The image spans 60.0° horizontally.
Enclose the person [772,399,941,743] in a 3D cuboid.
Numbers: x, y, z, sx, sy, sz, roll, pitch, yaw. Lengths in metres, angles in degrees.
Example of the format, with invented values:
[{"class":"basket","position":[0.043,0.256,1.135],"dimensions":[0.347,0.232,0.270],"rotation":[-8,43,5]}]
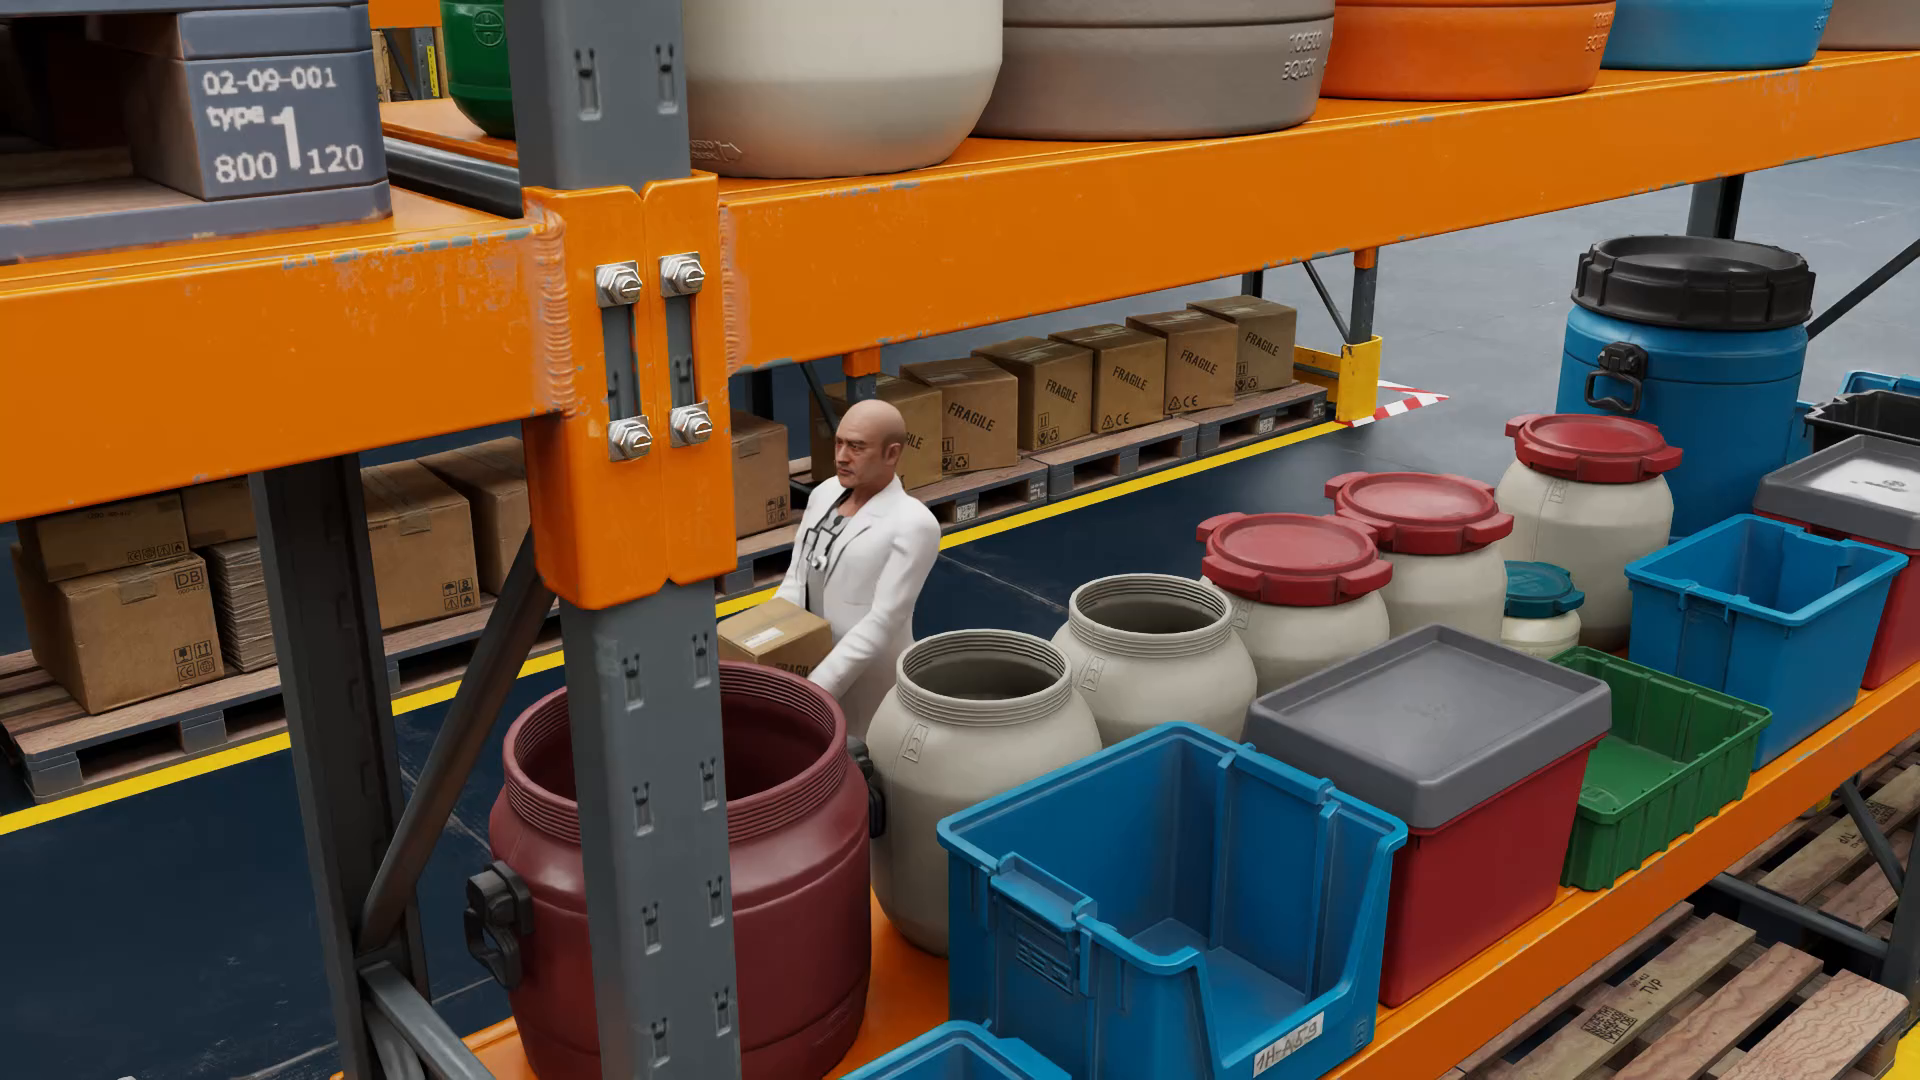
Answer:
[{"class":"person","position":[-0.379,0.476,4.846],"dimensions":[0.548,1.775,0.528],"rotation":[-16,26,-37]}]
